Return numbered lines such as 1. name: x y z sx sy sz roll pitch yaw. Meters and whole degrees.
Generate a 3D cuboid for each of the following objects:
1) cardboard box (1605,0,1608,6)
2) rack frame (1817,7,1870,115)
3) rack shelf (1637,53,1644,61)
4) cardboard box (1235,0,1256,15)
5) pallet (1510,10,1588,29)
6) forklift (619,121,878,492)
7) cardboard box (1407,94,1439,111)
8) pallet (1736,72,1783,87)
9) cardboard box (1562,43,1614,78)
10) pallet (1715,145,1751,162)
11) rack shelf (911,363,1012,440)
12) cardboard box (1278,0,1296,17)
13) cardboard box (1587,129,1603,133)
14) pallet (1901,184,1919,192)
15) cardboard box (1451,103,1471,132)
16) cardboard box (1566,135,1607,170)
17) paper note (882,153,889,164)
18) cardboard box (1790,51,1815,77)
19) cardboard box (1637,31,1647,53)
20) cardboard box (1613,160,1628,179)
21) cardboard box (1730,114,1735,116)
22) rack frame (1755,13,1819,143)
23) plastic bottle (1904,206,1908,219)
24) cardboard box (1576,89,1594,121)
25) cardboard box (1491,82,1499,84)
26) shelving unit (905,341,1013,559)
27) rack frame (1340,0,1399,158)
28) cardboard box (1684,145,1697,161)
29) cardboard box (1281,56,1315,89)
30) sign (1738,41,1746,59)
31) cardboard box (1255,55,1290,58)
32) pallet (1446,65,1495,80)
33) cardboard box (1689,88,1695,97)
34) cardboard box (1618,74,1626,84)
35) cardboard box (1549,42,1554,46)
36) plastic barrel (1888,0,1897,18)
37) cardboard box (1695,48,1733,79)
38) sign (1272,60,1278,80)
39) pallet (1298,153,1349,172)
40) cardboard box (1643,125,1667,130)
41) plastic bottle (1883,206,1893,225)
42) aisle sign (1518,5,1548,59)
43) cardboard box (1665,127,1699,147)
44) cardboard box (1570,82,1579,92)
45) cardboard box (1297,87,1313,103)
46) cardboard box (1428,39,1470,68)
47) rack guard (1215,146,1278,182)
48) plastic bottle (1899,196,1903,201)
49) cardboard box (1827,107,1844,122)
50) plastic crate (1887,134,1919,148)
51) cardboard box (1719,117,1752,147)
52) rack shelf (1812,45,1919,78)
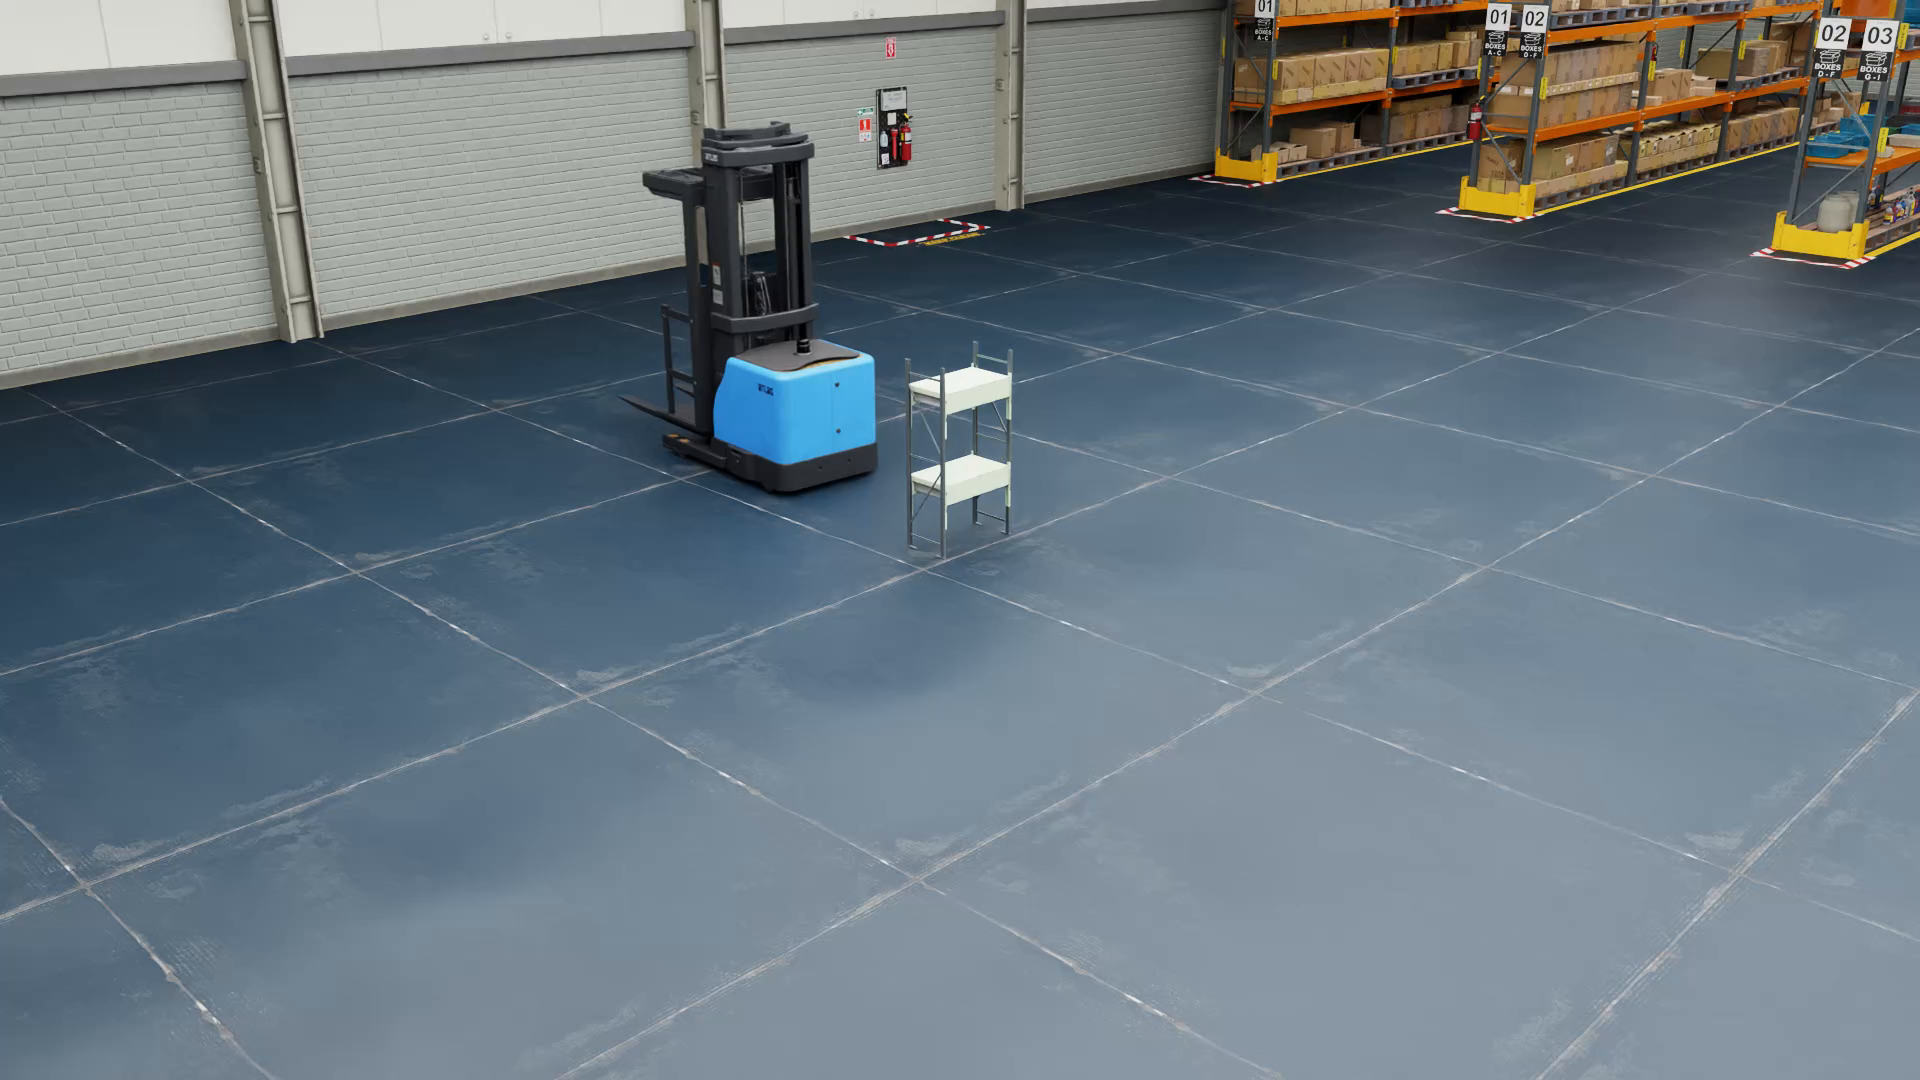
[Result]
1. cardboard box: 10.222 -9.063 27.367 0.637 0.503 0.797 -16 26 -36
2. rack frame: 19.833 -10.829 37.069 1.000 3.000 0.127 19 28 41
3. rack shelf: 14.886 -11.218 39.083 1.077 0.370 4.000 19 28 41
4. cardboard box: 5.229 -9.582 29.476 0.500 0.500 0.500 -18 27 -38
5. pallet: 9.183 -8.251 26.302 1.003 0.211 1.213 19 28 41
6. forklift: -2.060 -2.222 14.770 1.130 2.935 3.031 -17 27 -38
7. cardboard box: 9.438 -8.938 33.974 0.500 0.250 0.500 19 28 40
8. pallet: 15.605 -9.184 33.056 1.003 0.211 1.213 19 28 41
9. cardboard box: 10.455 -8.023 27.818 0.700 0.500 0.500 19 28 41
10. pallet: 14.800 -7.654 32.693 1.003 0.211 1.213 19 28 41
11. rack shelf: -0.005 -1.063 12.661 0.431 0.370 0.720 19 28 41
12. cardboard box: 5.532 -9.435 29.092 0.500 0.500 0.500 -19 28 -41
13. cardboard box: 10.914 -6.966 29.220 0.500 0.500 0.500 19 28 41
14. pallet: 16.379 -5.729 27.686 1.003 0.211 1.213 19 28 41
15. cardboard box: 10.235 -8.852 34.796 0.500 0.500 0.700 -20 29 -41
16. cardboard box: 10.592 -6.578 28.211 0.500 0.500 0.500 19 28 41
17. paper note: -1.122 -5.744 25.067 0.016 0.148 0.142 19 28 41
18. cardboard box: 17.593 -9.911 34.539 0.500 0.500 0.500 -19 28 -41
19. cardboard box: 15.933 -12.075 39.890 0.700 0.700 0.980 -19 28 -40
20. cardboard box: 11.295 -6.483 29.009 0.500 0.250 0.500 19 28 41
21. cardboard box: 15.098 -8.244 33.212 0.500 0.500 0.500 18 27 39
22. rack frame: 17.043 -9.801 34.394 1.000 3.000 0.127 19 28 41
23. plastic bottle: 14.227 -4.955 25.073 0.097 0.201 0.097 0 21 0
24. cardboard box: 10.084 -7.279 27.691 0.500 0.500 0.700 -19 28 -40
25. cardboard box: 11.923 -9.584 36.240 0.750 0.750 0.750 19 28 40
26. shelving unit: -0.005 -0.698 12.801 0.431 1.500 0.755 19 28 41
27. rack frame: 7.910 -8.984 32.266 1.000 3.000 0.127 19 28 41
28. cardboard box: 13.350 -7.227 30.944 0.500 0.250 0.500 -19 28 -41
29. cardboard box: 6.020 -8.417 29.928 0.500 0.500 0.500 19 28 41
30. sign: 14.652 -9.175 31.151 0.100 0.325 0.005 19 28 41
31. cardboard box: 5.654 -8.546 30.264 0.500 0.500 0.500 -20 29 -41
32. pallet: 10.279 -9.712 34.430 1.213 0.211 1.003 19 28 41
33. cardboard box: 13.403 -8.314 30.874 0.250 0.149 0.380 -18 27 -38
34. cardboard box: 11.071 -7.840 28.247 0.380 0.149 0.250 18 28 39
35. cardboard box: 12.644 -10.793 36.391 0.500 0.500 0.500 19 28 41
36. plastic barrel: 12.922 -7.485 23.338 0.600 0.588 0.600 0 21 0
37. cardboard box: 14.611 -9.206 32.120 0.700 0.500 0.500 9 23 23
38. sign: 5.508 -8.224 29.083 0.100 0.325 0.005 19 28 41
39. pallet: 6.616 -7.185 31.475 1.003 0.211 1.213 19 28 41
40. cardboard box: 12.959 -7.618 31.180 0.500 0.311 0.500 18 28 39
41. plastic bottle: 13.706 -4.796 24.560 0.097 0.271 0.097 0 21 0
42. aisle sign: 8.845 -7.836 25.658 0.394 0.787 0.004 19 28 41
43. cardboard box: 13.351 -7.487 30.838 0.500 0.311 0.500 19 28 40
44. cardboard box: 9.818 -7.379 27.048 0.380 0.149 0.250 18 27 39
45. cardboard box: 6.039 -8.078 30.091 0.500 0.250 0.500 18 28 39
46. cardboard box: 10.009 -9.990 34.132 0.700 0.500 0.500 16 26 36
47. rack guard: 5.172 -6.808 30.091 1.175 0.500 0.348 19 28 41
48. plastic bottle: 14.315 -5.090 25.311 0.061 0.283 0.133 19 28 41
49. cardboard box: 18.946 -9.313 36.343 0.500 0.250 0.500 19 28 41
50. plastic crate: 14.057 -5.900 24.612 0.530 0.136 0.437 19 28 41
51. cardboard box: 15.136 -7.993 32.560 0.500 0.500 0.500 18 27 39
52. rack shelf: 13.613 -7.054 24.069 1.077 0.370 4.000 19 28 41
